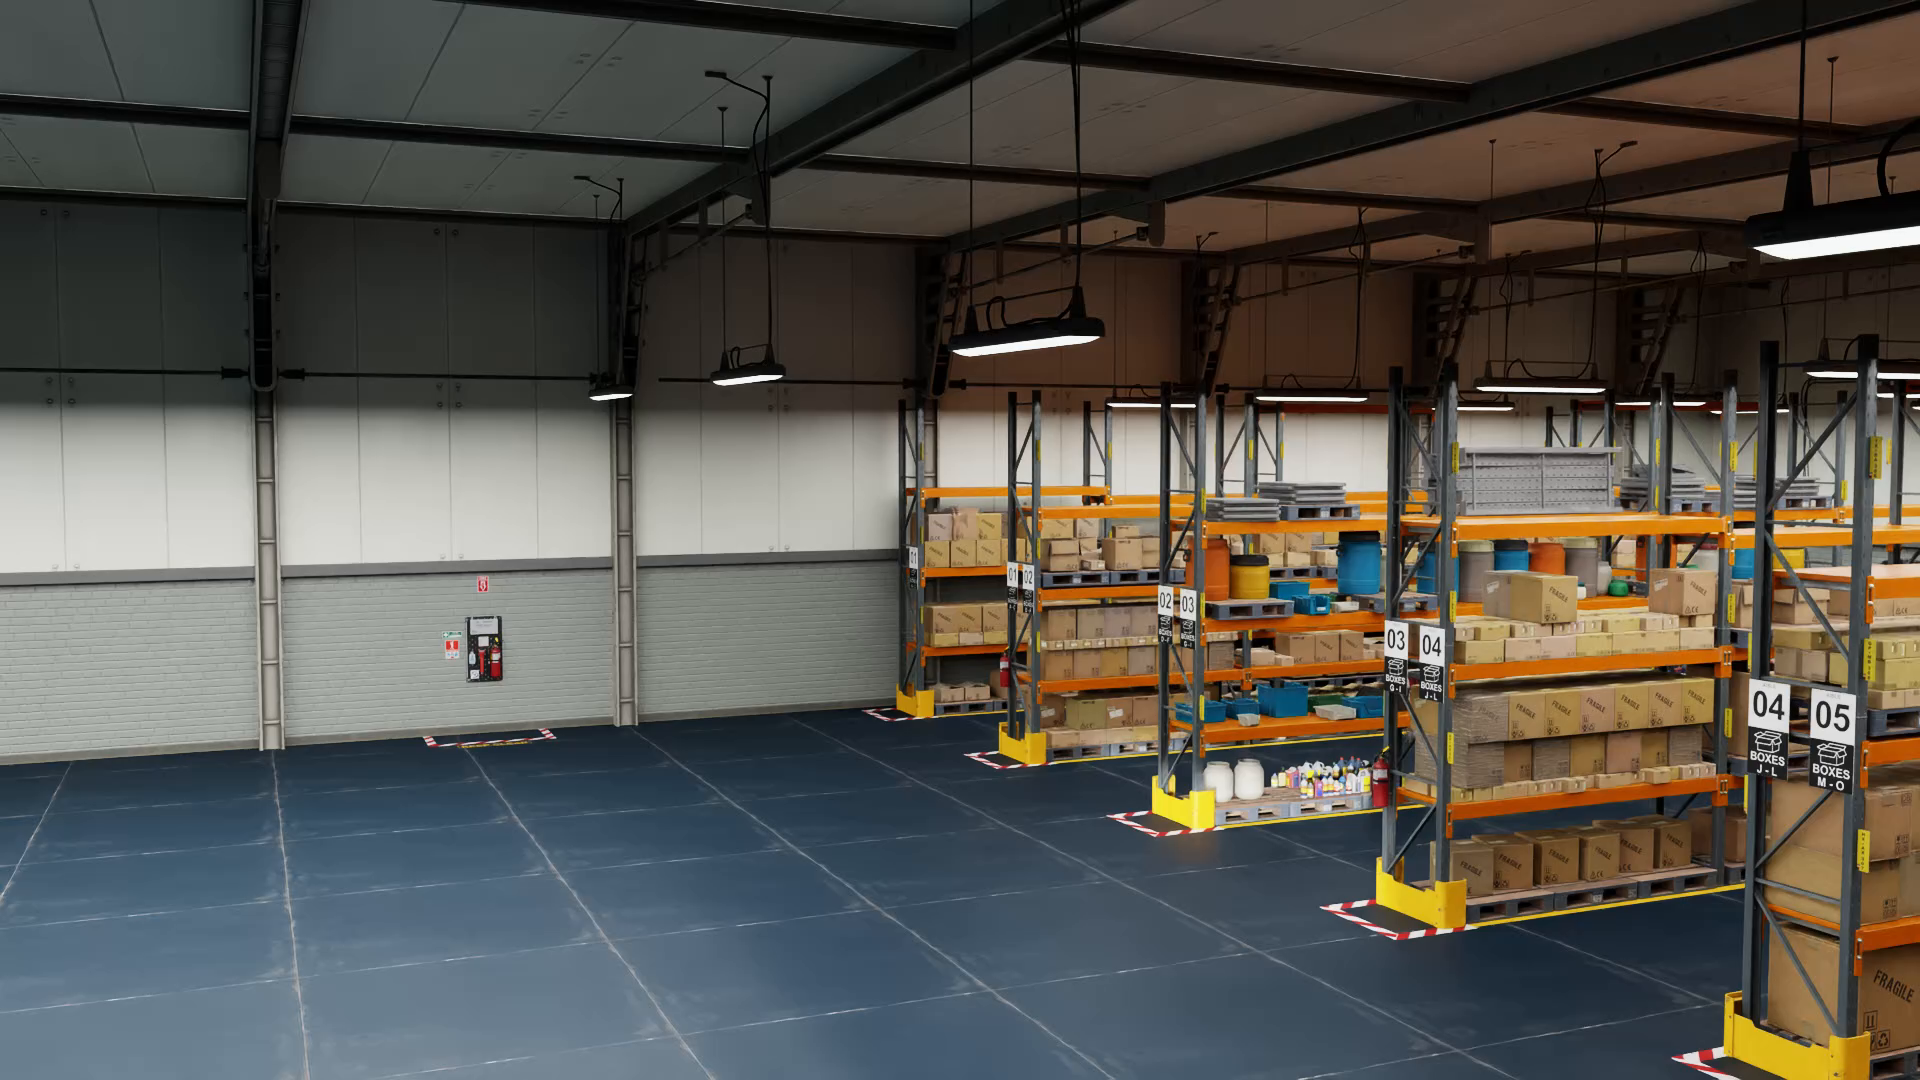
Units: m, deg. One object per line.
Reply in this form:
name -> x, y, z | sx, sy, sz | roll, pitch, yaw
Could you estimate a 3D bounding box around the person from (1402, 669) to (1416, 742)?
person -> 7.663, 2.704, 28.525 | 0.744, 1.580, 0.649 | -1, 3, -14
